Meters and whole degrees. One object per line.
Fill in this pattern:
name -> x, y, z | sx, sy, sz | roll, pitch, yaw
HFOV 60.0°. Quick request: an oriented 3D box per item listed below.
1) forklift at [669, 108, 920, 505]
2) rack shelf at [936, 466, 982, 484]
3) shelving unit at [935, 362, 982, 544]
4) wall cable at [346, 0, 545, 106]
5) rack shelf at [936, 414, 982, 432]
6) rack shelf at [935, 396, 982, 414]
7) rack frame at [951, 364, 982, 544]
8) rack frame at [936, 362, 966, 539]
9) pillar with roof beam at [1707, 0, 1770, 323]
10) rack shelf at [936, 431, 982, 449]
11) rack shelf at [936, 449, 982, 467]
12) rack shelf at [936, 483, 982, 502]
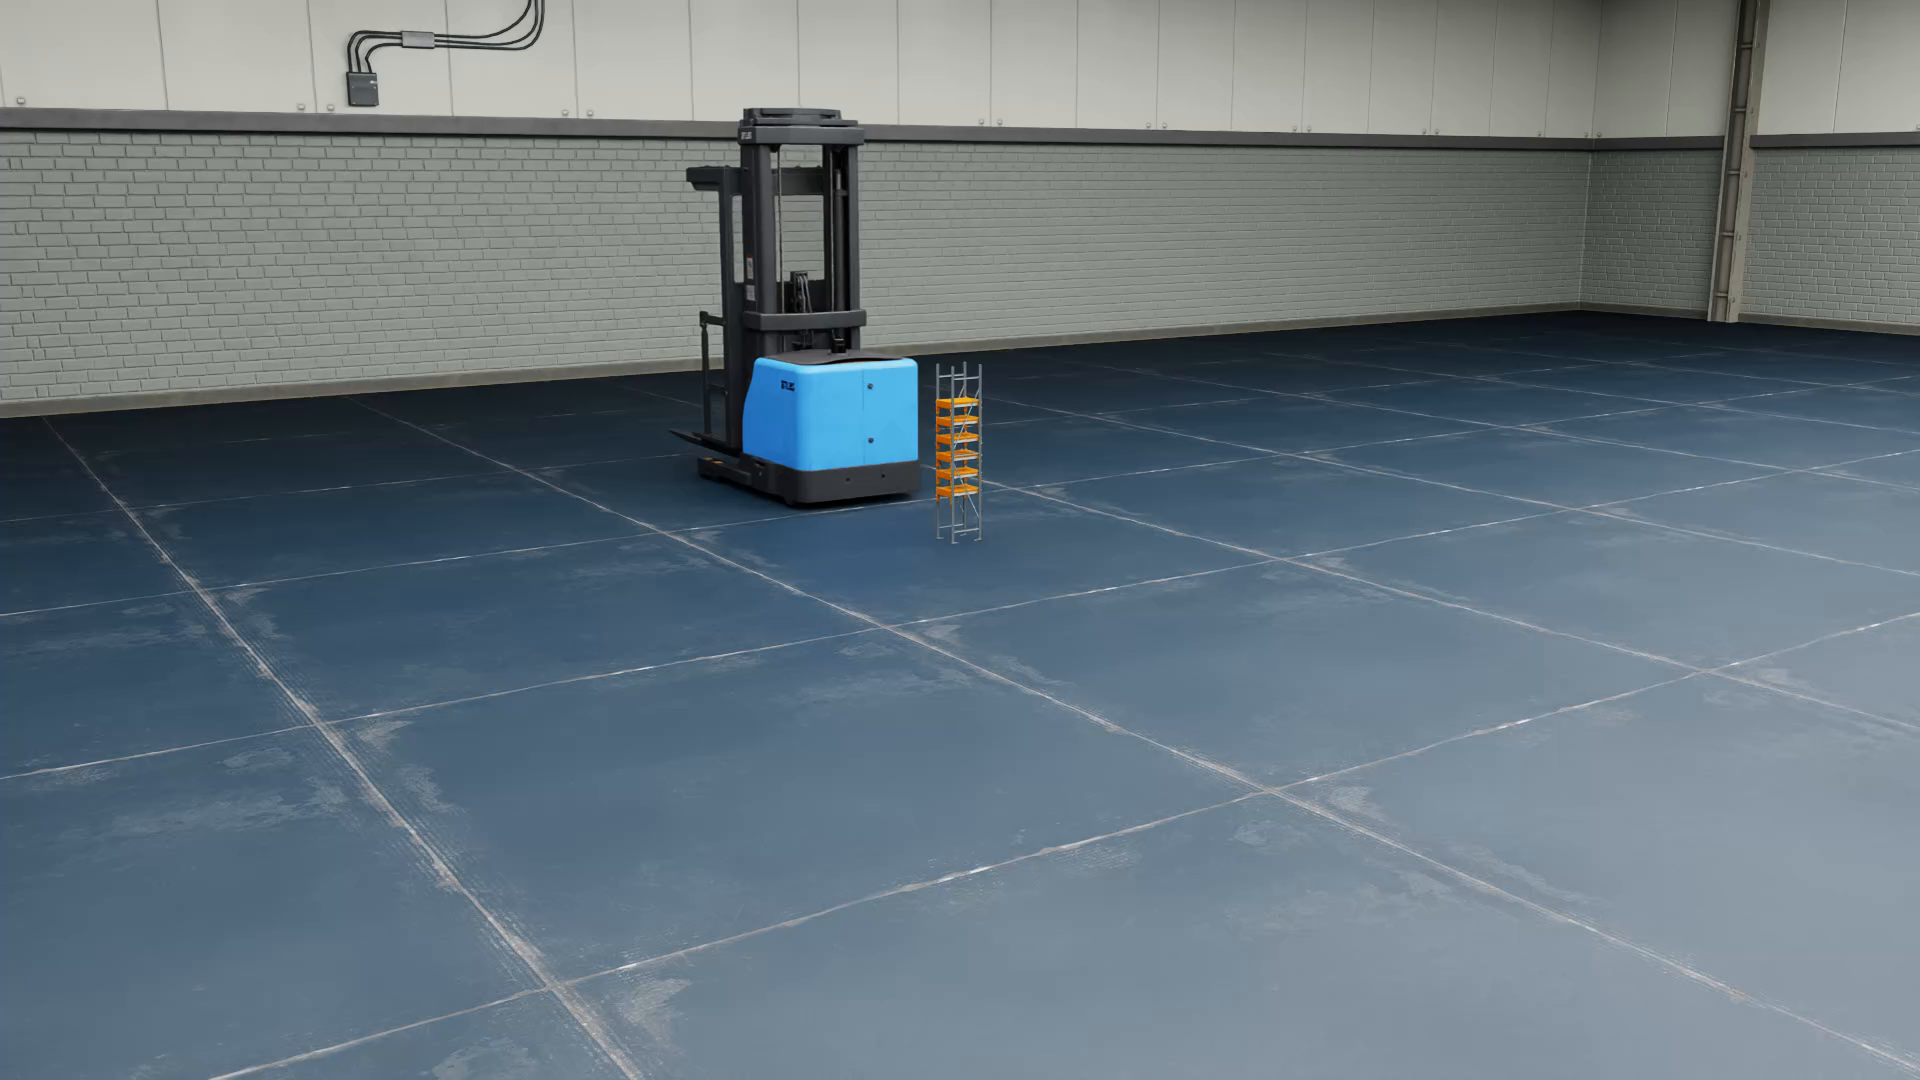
forklift -> -1.511, -1.960, 13.463 | 1.130, 2.935, 3.031 | -8, 14, -31
rack shelf -> -0.008, -0.428, 11.280 | 0.258, 0.103, 0.180 | -8, 15, -33
shelving unit -> -0.008, -0.589, 11.245 | 0.258, 1.200, 0.189 | -8, 15, -33
wall cable -> -5.777, -7.875, 18.349 | 2.305, 6.003, 0.169 | -8, 15, -33
rack shelf -> -0.008, -0.780, 11.204 | 0.258, 0.103, 0.180 | -8, 15, -33
rack shelf -> -0.008, -0.897, 11.178 | 0.258, 0.103, 0.180 | -8, 15, -33
rack frame -> 0.043, -0.572, 11.171 | 0.240, 1.200, 0.006 | -8, 15, -33
rack frame -> -0.059, -0.605, 11.320 | 0.240, 1.200, 0.006 | -8, 15, -33
pillar with roof beam -> 9.482, -7.631, 25.194 | 9.100, 9.000, 0.400 | -8, 15, -33
rack shelf -> -0.008, -0.663, 11.229 | 0.258, 0.103, 0.180 | -8, 15, -33
rack shelf -> -0.008, -0.545, 11.255 | 0.258, 0.103, 0.180 | -8, 15, -33
rack shelf -> -0.008, -0.311, 11.306 | 0.258, 0.103, 0.180 | -8, 15, -33
